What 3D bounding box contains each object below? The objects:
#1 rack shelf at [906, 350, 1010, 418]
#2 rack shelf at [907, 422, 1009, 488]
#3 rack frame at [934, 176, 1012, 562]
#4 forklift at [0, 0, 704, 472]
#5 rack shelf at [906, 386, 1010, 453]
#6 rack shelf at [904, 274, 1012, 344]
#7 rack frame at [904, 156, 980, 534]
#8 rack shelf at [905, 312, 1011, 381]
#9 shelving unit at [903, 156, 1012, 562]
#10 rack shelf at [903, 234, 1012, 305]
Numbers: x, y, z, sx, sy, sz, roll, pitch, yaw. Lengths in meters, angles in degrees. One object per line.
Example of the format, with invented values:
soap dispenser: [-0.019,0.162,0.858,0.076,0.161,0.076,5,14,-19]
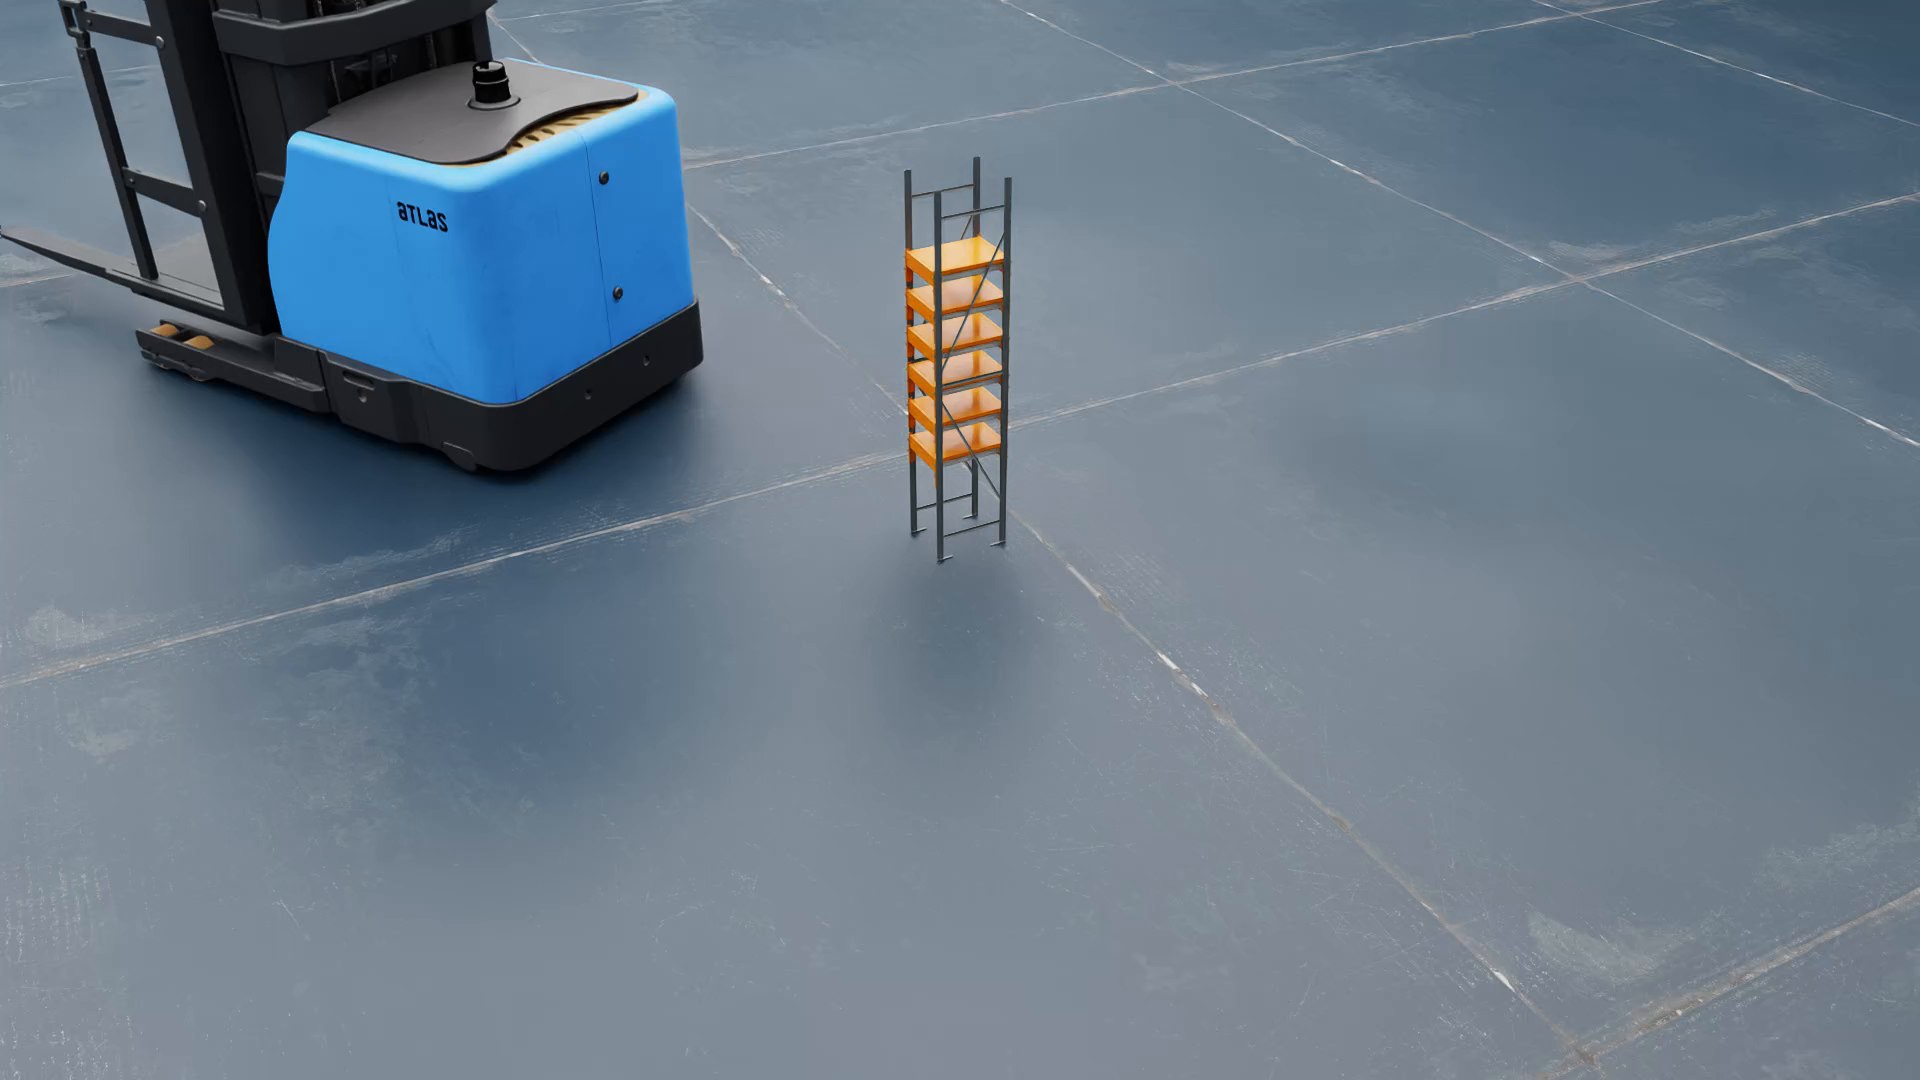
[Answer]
rack shelf: [-0.007,-0.475,4.961,0.258,0.103,0.180,-16,36,-23]
rack shelf: [-0.007,-0.273,5.091,0.258,0.103,0.180,-16,36,-23]
rack frame: [0.036,-0.468,4.869,0.240,1.200,0.006,-16,36,-23]
forklift: [-2.477,-2.045,5.724,3.031,2.935,1.130,18,37,26]
rack shelf: [-0.007,-0.374,5.026,0.258,0.103,0.180,-16,36,-23]
rack shelf: [-0.007,-0.677,4.832,0.258,0.103,0.180,-16,36,-23]
rack frame: [-0.049,-0.556,5.005,0.240,1.200,0.006,-16,36,-23]
rack shelf: [-0.007,-0.576,4.896,0.258,0.103,0.180,-16,36,-23]
shelving unit: [-0.007,-0.512,4.937,0.258,1.200,0.189,-16,36,-23]
rack shelf: [-0.007,-0.778,4.767,0.258,0.103,0.180,-16,36,-23]
